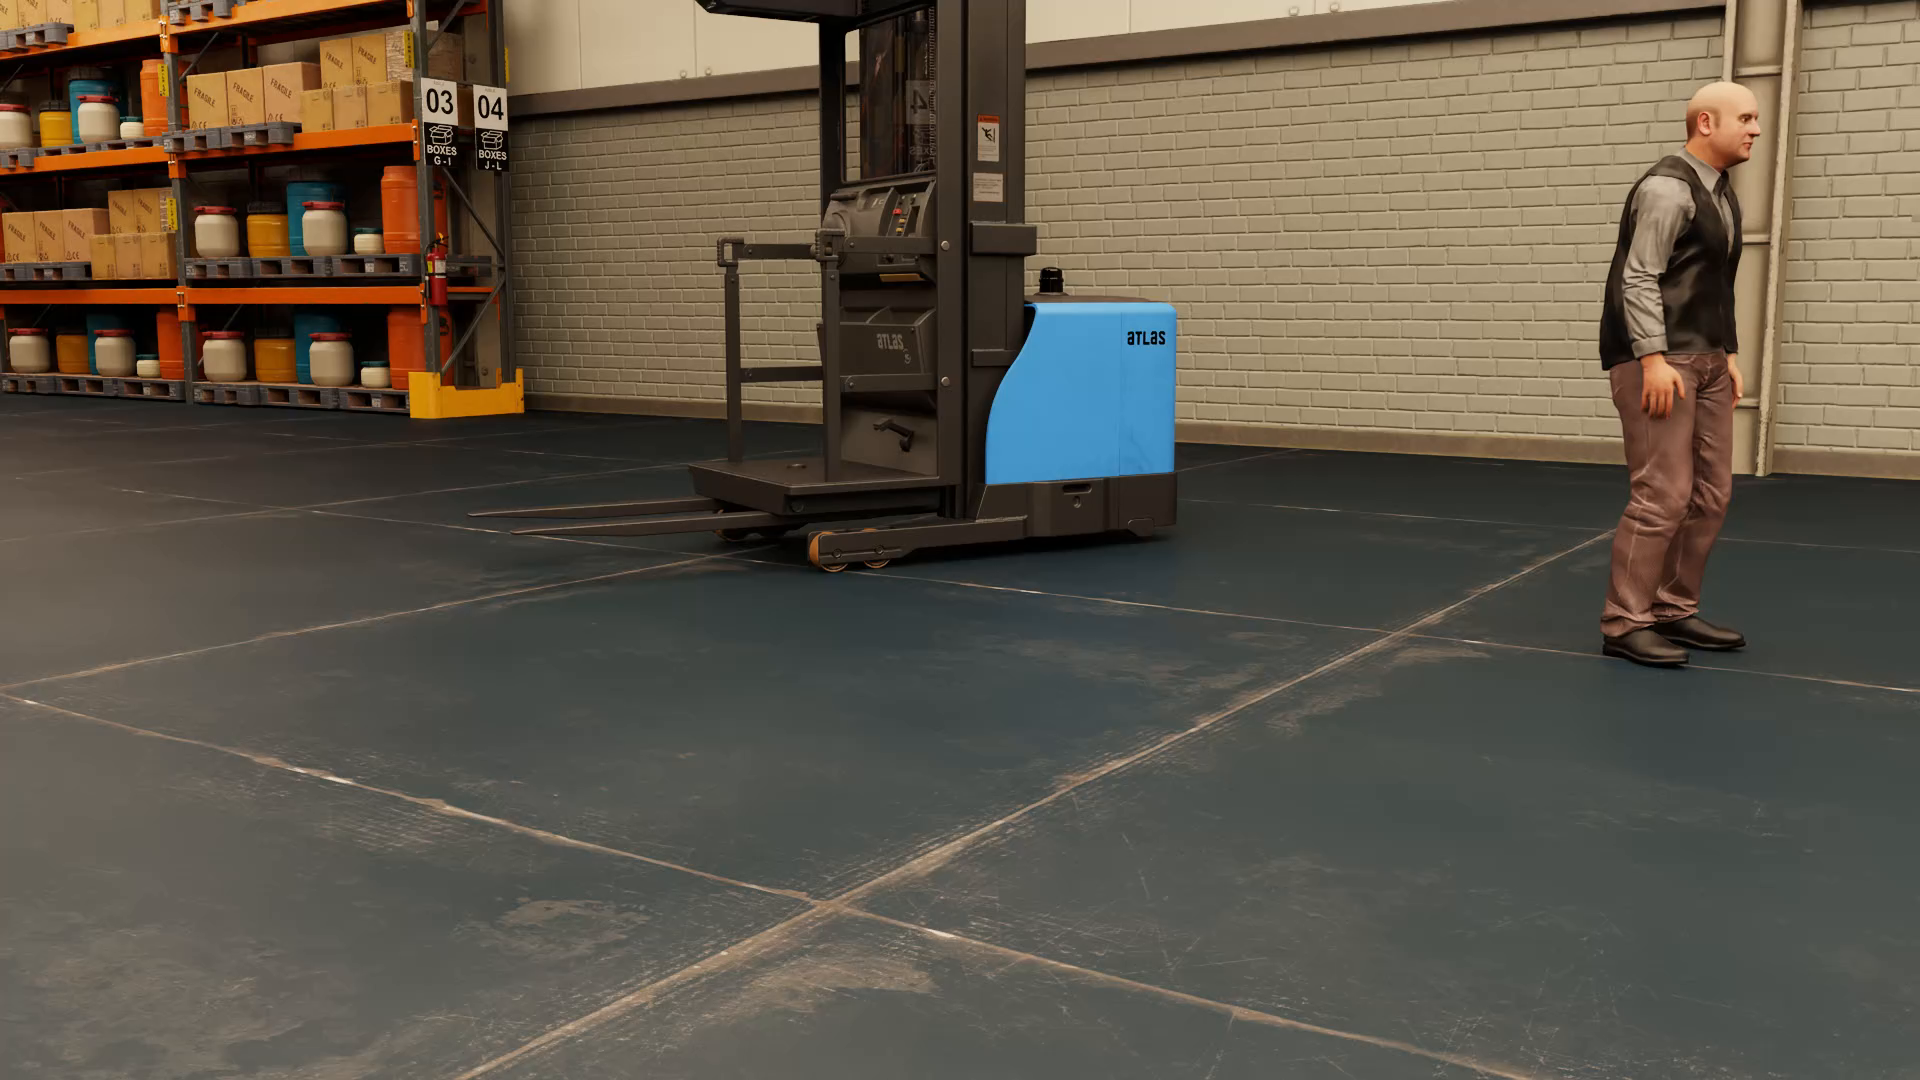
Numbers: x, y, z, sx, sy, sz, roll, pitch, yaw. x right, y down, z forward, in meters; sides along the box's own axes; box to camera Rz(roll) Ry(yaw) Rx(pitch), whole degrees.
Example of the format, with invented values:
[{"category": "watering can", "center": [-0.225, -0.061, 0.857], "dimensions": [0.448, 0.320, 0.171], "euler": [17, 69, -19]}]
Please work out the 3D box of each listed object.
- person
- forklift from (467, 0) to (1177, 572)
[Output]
[{"category": "person", "center": [2.191, -0.512, 5.094], "dimensions": [0.589, 1.721, 0.414], "euler": [-7, 11, -42]}, {"category": "forklift", "center": [-0.537, -1.406, 7.080], "dimensions": [3.031, 2.935, 1.130], "euler": [-5, 9, -31]}]
